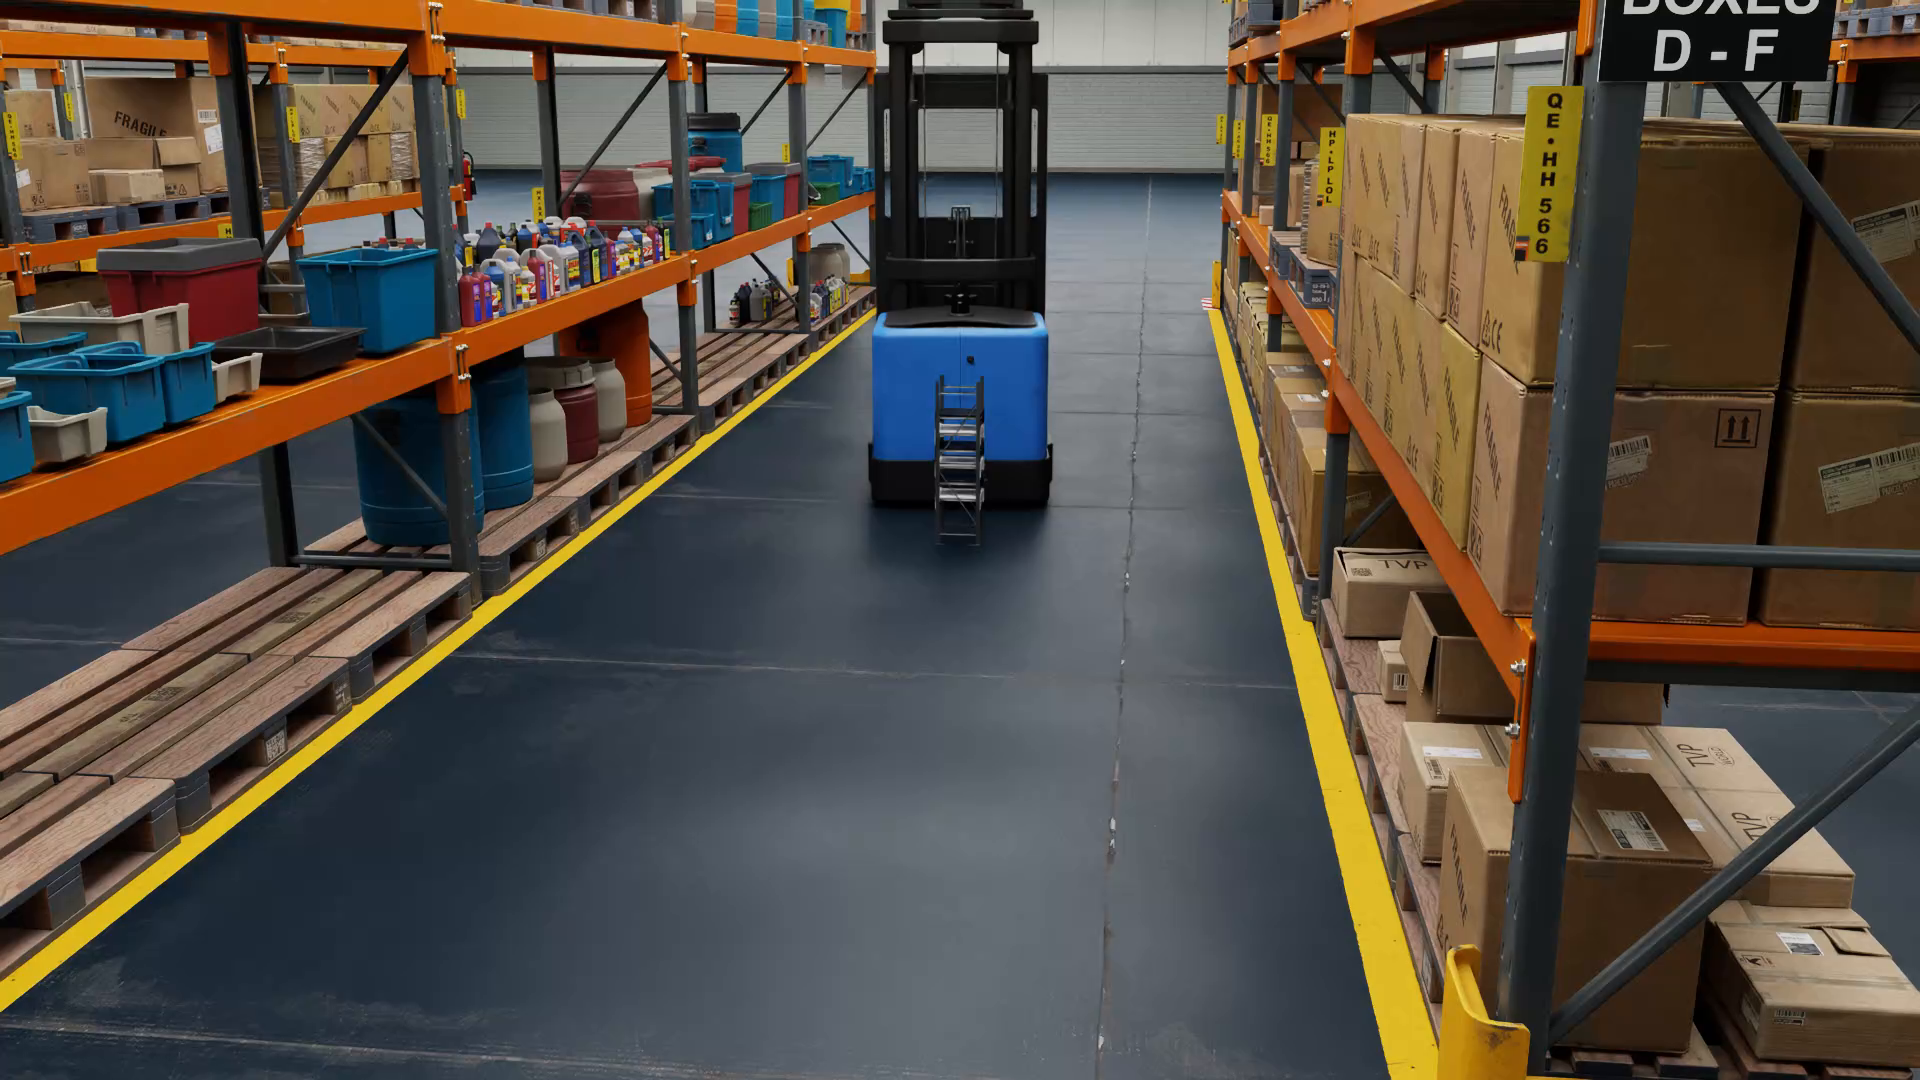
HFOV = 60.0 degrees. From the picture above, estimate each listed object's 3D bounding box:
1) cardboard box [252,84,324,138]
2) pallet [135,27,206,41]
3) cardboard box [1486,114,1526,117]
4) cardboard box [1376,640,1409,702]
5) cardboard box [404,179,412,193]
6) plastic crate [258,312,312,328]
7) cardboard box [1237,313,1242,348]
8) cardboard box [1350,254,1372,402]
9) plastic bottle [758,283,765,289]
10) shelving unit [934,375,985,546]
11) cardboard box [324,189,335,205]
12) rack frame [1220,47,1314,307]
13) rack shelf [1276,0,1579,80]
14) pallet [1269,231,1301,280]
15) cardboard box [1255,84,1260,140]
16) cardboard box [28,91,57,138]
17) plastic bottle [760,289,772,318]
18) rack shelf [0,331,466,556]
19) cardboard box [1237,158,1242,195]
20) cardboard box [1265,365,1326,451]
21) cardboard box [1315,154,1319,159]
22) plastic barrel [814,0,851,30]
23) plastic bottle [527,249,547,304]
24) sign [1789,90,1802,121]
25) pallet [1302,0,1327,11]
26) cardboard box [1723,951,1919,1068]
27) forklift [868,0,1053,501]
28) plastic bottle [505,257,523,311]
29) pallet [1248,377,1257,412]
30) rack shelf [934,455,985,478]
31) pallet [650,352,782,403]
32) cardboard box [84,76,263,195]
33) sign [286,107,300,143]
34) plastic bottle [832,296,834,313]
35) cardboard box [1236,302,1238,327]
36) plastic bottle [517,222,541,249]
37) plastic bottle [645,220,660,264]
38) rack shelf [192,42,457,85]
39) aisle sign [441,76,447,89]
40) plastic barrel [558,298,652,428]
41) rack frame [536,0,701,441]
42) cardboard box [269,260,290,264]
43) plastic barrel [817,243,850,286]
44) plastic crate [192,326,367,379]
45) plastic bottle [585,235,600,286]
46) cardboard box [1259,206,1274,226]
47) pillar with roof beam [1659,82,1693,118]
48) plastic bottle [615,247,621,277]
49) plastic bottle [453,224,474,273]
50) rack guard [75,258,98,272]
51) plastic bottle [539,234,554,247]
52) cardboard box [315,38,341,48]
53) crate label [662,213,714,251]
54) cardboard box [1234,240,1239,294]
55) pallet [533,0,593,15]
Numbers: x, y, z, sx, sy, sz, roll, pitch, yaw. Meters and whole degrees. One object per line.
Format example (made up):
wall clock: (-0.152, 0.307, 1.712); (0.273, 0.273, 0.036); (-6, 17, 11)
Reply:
cardboard box: (-6.523, -4.146, 16.073); (0.500, 0.500, 0.500); (2, 15, 6)
pallet: (-7.116, -4.294, 13.908); (1.213, 0.211, 1.003); (2, 15, 6)
cardboard box: (2.314, -1.387, 6.438); (0.500, 0.500, 0.500); (2, 15, 7)
cardboard box: (1.764, 0.488, 6.198); (0.380, 0.166, 0.250); (2, 15, 6)
cardboard box: (-6.321, -3.940, 18.466); (0.380, 0.149, 0.250); (2, 15, 6)
plastic crate: (-3.002, -0.927, 7.234); (0.396, 0.136, 0.243); (2, 15, 6)
cardboard box: (2.725, -1.848, 14.713); (0.500, 0.250, 0.500); (1, 15, 5)
cardboard box: (1.731, -0.786, 6.131); (0.500, 0.500, 0.500); (2, 15, 7)
plastic bottle: (-2.038, -2.465, 16.908); (0.152, 0.276, 0.135); (2, 15, 7)
shelving unit: (-0.001, -0.432, 9.037); (0.258, 0.900, 0.210); (2, 15, 6)
cardboard box: (-6.461, -3.418, 16.538); (0.380, 0.149, 0.250); (2, 15, 6)
rack frame: (3.468, -4.107, 18.605); (1.000, 3.000, 0.127); (2, 15, 6)
rack shelf: (2.339, -2.614, 8.716); (1.077, 0.370, 4.000); (2, 15, 6)
pallet: (2.558, -1.762, 10.299); (1.213, 0.211, 1.003); (2, 15, 6)
cardboard box: (3.116, -3.991, 15.497); (0.700, 0.500, 0.500); (2, 15, 6)
cardboard box: (-11.372, -5.071, 19.813); (0.875, 0.550, 0.550); (2, 15, 6)
plastic bottle: (-1.947, -2.342, 16.451); (0.152, 0.276, 0.135); (2, 15, 6)
rack shelf: (-3.033, -0.276, 5.814); (1.077, 0.370, 4.000); (2, 15, 6)
cardboard box: (3.402, -4.035, 18.146); (0.700, 0.500, 0.500); (2, 15, 6)
cardboard box: (2.176, -0.792, 10.292); (0.500, 0.500, 0.500); (1, 15, 4)
cardboard box: (2.606, -2.117, 10.247); (0.700, 0.500, 0.500); (-3, 16, -13)
plastic barrel: (-1.456, -5.696, 17.570); (0.600, 0.588, 0.600); (0, 15, 0)
plastic bottle: (-2.242, -1.398, 8.810); (0.061, 0.283, 0.133); (2, 15, 6)
sign: (8.939, -4.652, 17.797); (0.100, 0.325, 0.005); (2, 15, 6)
pallet: (2.371, -2.788, 8.341); (1.213, 0.211, 1.003); (2, 15, 6)
cardboard box: (2.051, 1.108, 3.937); (0.380, 0.149, 0.250); (2, 15, 6)
forklift: (0.005, -1.970, 10.833); (1.130, 2.935, 3.031); (0, 15, 0)
plastic bottle: (-2.295, -1.313, 8.517); (0.097, 0.271, 0.097); (0, 15, 0)
pallet: (2.837, -1.214, 13.248); (1.003, 0.211, 1.213); (2, 15, 6)
rack shelf: (-0.001, -0.400, 9.046); (0.258, 0.077, 0.200); (2, 15, 6)
pallet: (-2.090, -1.348, 13.745); (1.003, 0.211, 1.213); (2, 15, 6)
cardboard box: (-7.055, -3.653, 14.971); (1.000, 1.000, 1.000); (2, 15, 7)
sign: (-6.274, -3.906, 15.643); (0.100, 0.325, 0.005); (2, 15, 6)
plastic bottle: (-1.325, -2.397, 16.798); (0.097, 0.201, 0.097); (0, 15, 0)
cardboard box: (2.851, -2.072, 15.541); (0.500, 0.250, 0.500); (2, 15, 6)
plastic bottle: (-2.779, -1.897, 10.667); (0.152, 0.276, 0.135); (2, 15, 6)
plastic bottle: (-2.004, -1.946, 10.834); (0.061, 0.283, 0.133); (2, 15, 6)
rack shelf: (-6.601, -4.982, 17.472); (1.077, 0.370, 4.000); (2, 15, 6)
aisle sign: (-6.070, -5.662, 19.375); (0.394, 0.787, 0.004); (2, 15, 6)
plastic barrel: (-2.395, -1.207, 11.232); (0.600, 0.830, 0.708); (2, 15, 6)
rack frame: (-2.356, -2.179, 11.475); (1.000, 3.000, 0.127); (2, 15, 6)
cardboard box: (-6.684, -2.610, 17.052); (0.500, 0.500, 0.500); (7, 17, 24)
plastic barrel: (-1.452, -3.083, 18.778); (0.421, 0.512, 0.421); (0, 15, 0)
plastic crate: (-2.667, -0.740, 6.563); (0.437, 0.125, 0.590); (2, 15, 6)
plastic bottle: (-2.143, -1.626, 9.654); (0.061, 0.283, 0.133); (2, 15, 6)
cardboard box: (2.713, -2.725, 13.974); (0.380, 0.149, 0.250); (2, 15, 6)
pillar with roof beam: (5.570, -8.334, 22.744); (9.100, 9.000, 0.400); (2, 15, 6)
plastic bottle: (-2.112, -1.700, 10.083); (0.097, 0.201, 0.097); (0, 15, 0)
plastic bottle: (-2.905, -1.652, 9.618); (0.144, 0.351, 0.185); (2, 15, 6)
rack guard: (-11.289, -3.372, 20.674); (1.175, 0.500, 0.348); (2, 15, 6)
plastic bottle: (-2.653, -1.862, 10.681); (0.097, 0.201, 0.097); (0, 15, 0)
cardboard box: (-6.466, -4.985, 16.391); (0.500, 0.250, 0.500); (2, 15, 6)
crate label: (-1.936, -2.197, 11.860); (0.303, 0.233, 0.416); (2, 15, 6)
cardboard box: (2.972, -2.693, 16.401); (0.500, 0.500, 0.500); (2, 15, 6)
pallet: (-2.691, -2.999, 9.122); (1.003, 0.211, 1.213); (2, 15, 6)
